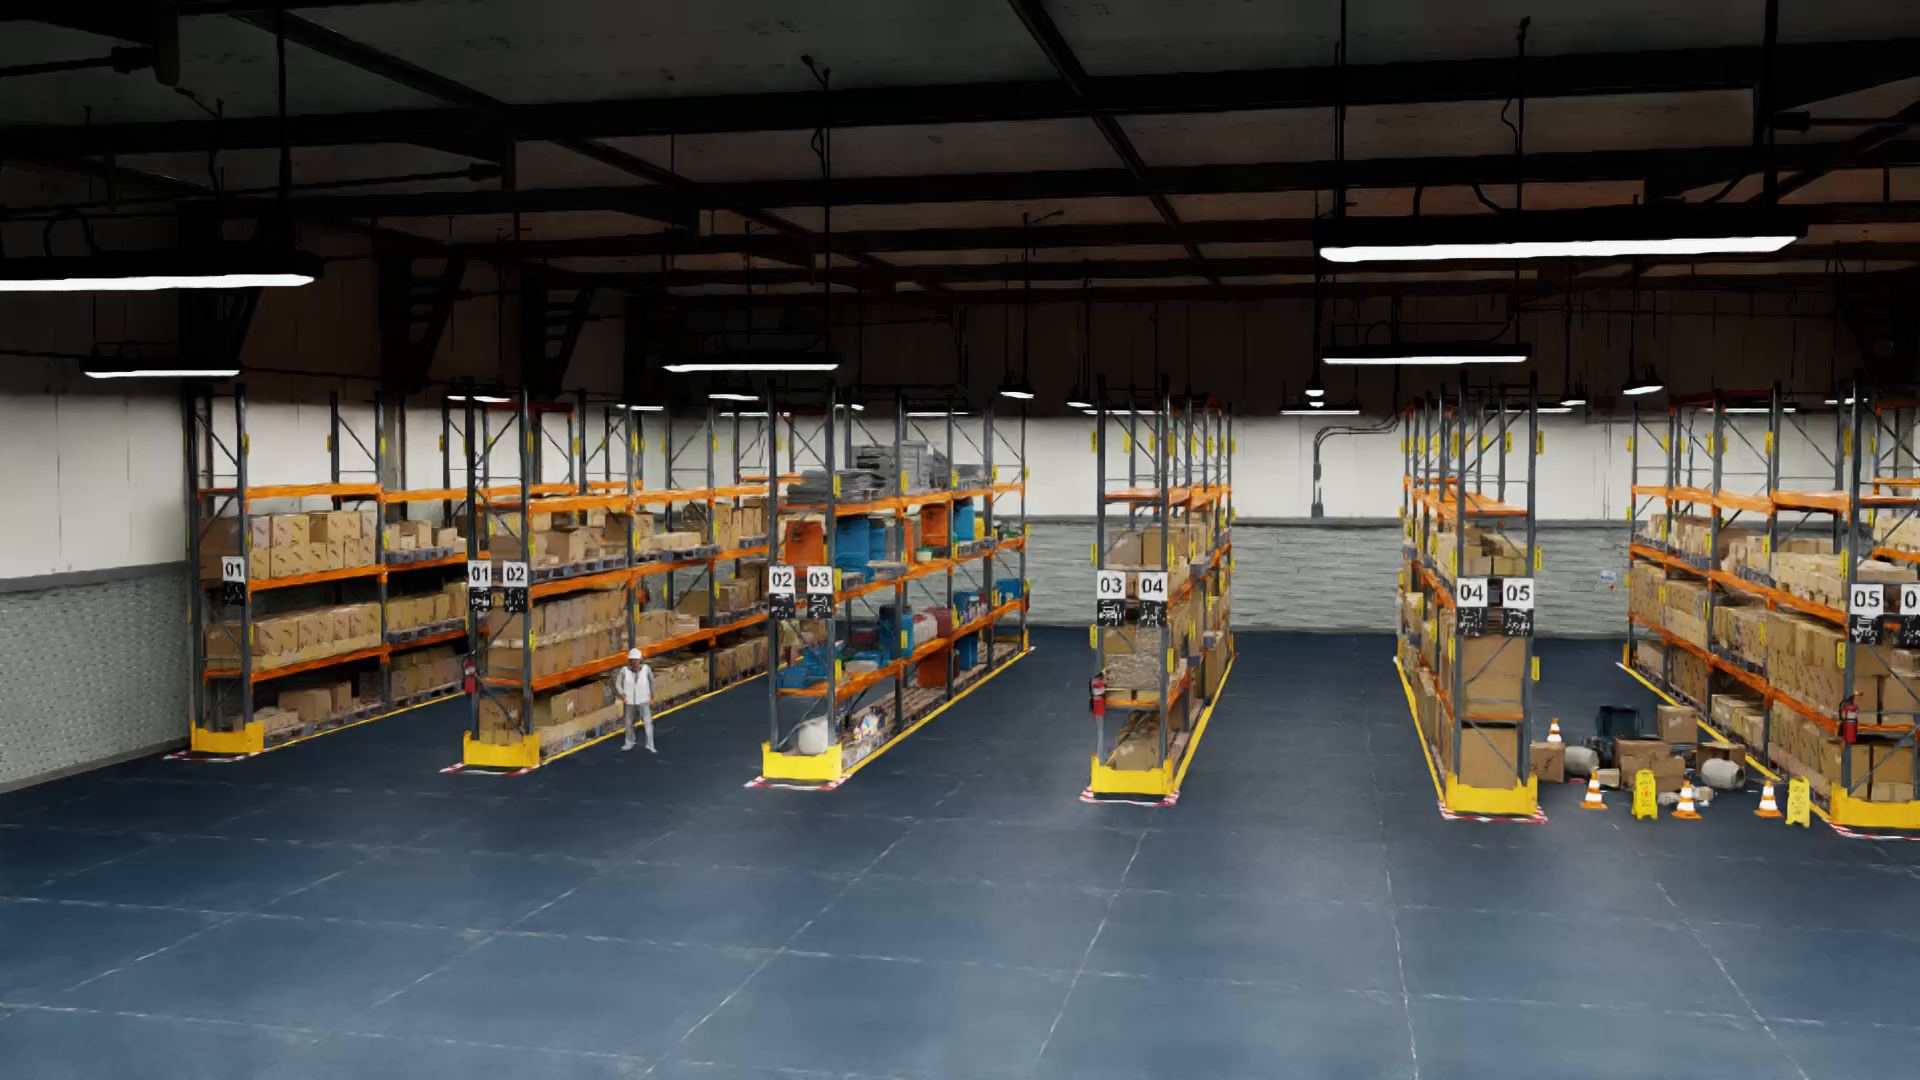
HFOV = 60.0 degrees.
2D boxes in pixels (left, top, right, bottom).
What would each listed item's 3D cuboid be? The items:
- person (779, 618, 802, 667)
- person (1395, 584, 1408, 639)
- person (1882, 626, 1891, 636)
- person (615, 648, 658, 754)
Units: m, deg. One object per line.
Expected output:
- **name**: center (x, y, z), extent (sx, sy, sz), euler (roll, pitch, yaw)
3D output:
- **person**: center (-3.604, 2.181, 35.037), extent (0.449, 1.586, 1.098), euler (1, 3, 10)
- **person**: center (10.745, 1.885, 40.076), extent (0.527, 1.661, 0.517), euler (-3, 4, -41)
- **person**: center (20.843, 2.008, 37.622), extent (0.386, 1.670, 0.568), euler (-1, 3, -19)
- **person**: center (-5.242, 2.594, 27.011), extent (0.688, 1.711, 0.825), euler (0, 3, -5)
